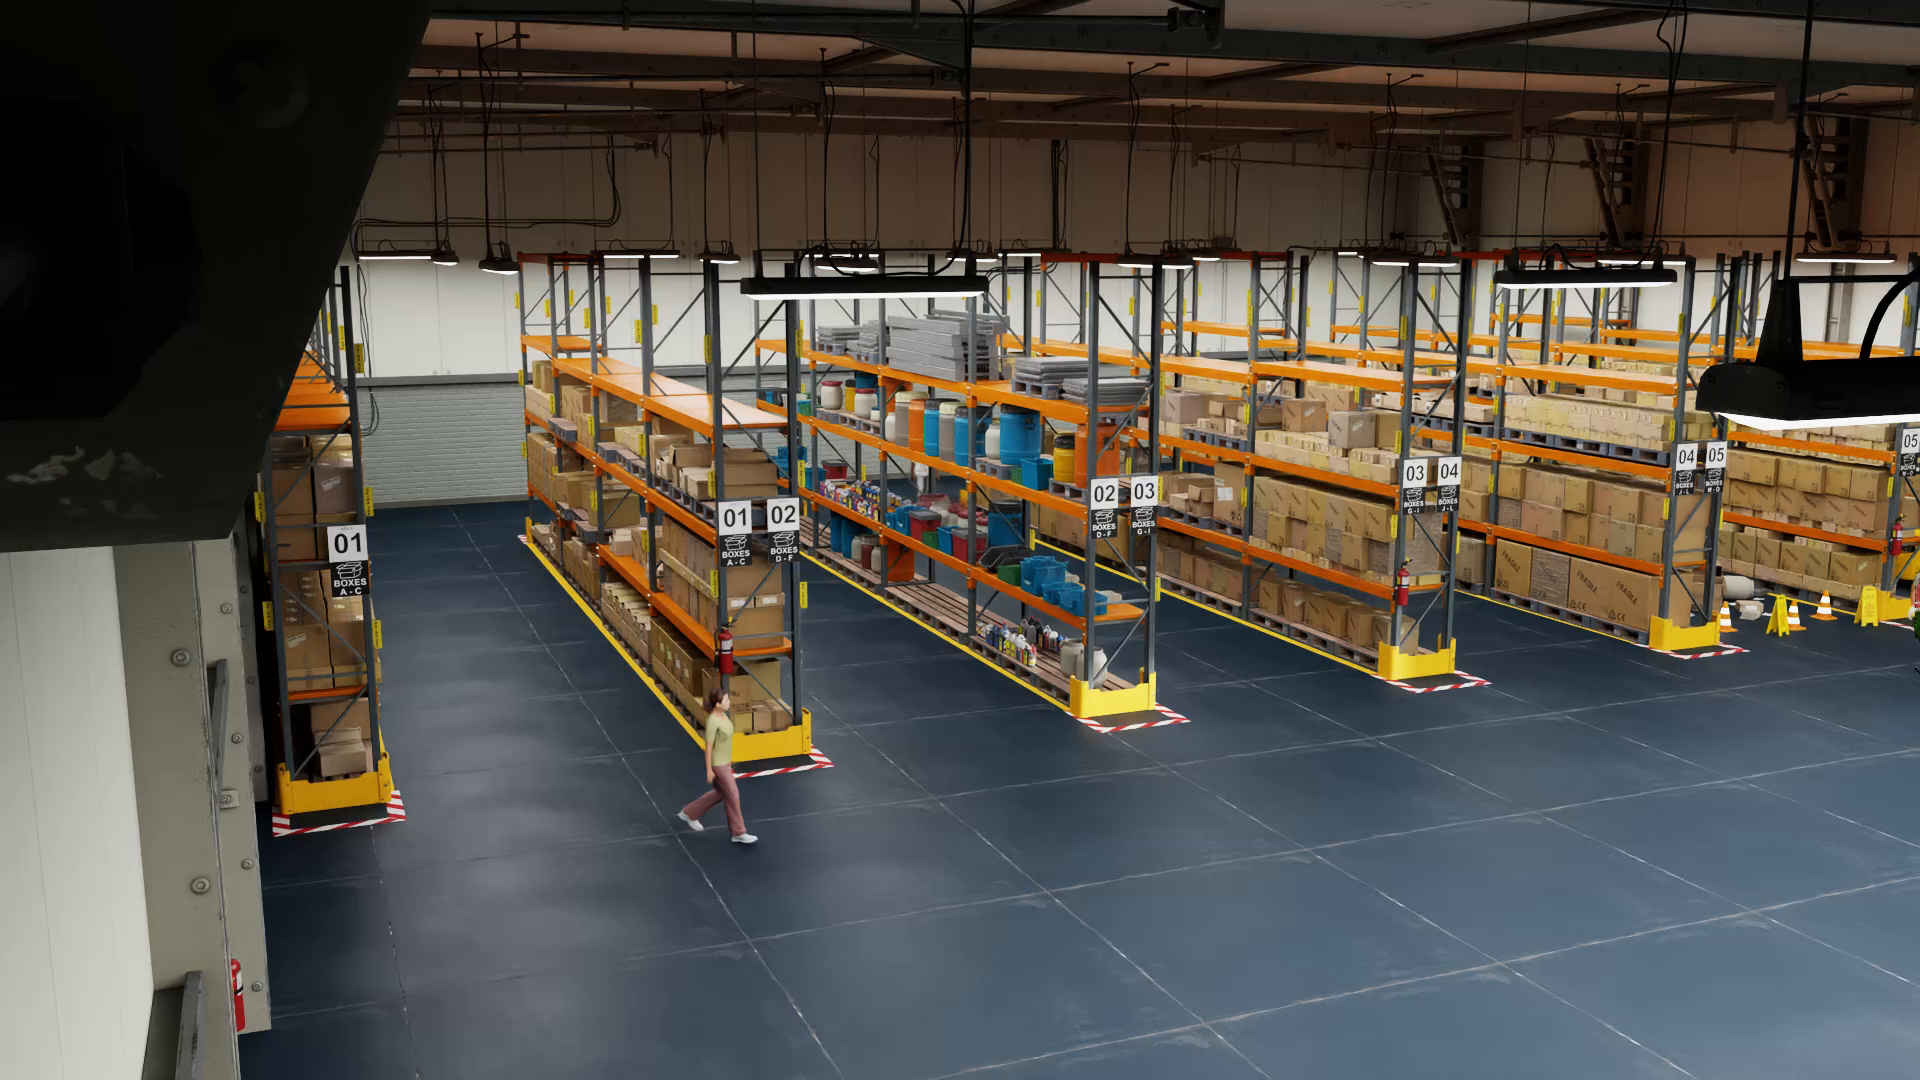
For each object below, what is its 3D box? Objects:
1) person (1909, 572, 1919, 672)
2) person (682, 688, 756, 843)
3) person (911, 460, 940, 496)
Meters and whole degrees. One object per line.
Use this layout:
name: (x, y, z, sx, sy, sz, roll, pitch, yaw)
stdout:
person: (14.275, 1.041, 24.436, 0.548, 1.757, 0.969, 10, 14, 42)
person: (-2.550, 2.354, 17.552, 0.819, 1.648, 0.507, 0, 10, 2)
person: (-0.793, -1.499, 38.326, 0.616, 1.707, 1.067, -2, 11, -13)
